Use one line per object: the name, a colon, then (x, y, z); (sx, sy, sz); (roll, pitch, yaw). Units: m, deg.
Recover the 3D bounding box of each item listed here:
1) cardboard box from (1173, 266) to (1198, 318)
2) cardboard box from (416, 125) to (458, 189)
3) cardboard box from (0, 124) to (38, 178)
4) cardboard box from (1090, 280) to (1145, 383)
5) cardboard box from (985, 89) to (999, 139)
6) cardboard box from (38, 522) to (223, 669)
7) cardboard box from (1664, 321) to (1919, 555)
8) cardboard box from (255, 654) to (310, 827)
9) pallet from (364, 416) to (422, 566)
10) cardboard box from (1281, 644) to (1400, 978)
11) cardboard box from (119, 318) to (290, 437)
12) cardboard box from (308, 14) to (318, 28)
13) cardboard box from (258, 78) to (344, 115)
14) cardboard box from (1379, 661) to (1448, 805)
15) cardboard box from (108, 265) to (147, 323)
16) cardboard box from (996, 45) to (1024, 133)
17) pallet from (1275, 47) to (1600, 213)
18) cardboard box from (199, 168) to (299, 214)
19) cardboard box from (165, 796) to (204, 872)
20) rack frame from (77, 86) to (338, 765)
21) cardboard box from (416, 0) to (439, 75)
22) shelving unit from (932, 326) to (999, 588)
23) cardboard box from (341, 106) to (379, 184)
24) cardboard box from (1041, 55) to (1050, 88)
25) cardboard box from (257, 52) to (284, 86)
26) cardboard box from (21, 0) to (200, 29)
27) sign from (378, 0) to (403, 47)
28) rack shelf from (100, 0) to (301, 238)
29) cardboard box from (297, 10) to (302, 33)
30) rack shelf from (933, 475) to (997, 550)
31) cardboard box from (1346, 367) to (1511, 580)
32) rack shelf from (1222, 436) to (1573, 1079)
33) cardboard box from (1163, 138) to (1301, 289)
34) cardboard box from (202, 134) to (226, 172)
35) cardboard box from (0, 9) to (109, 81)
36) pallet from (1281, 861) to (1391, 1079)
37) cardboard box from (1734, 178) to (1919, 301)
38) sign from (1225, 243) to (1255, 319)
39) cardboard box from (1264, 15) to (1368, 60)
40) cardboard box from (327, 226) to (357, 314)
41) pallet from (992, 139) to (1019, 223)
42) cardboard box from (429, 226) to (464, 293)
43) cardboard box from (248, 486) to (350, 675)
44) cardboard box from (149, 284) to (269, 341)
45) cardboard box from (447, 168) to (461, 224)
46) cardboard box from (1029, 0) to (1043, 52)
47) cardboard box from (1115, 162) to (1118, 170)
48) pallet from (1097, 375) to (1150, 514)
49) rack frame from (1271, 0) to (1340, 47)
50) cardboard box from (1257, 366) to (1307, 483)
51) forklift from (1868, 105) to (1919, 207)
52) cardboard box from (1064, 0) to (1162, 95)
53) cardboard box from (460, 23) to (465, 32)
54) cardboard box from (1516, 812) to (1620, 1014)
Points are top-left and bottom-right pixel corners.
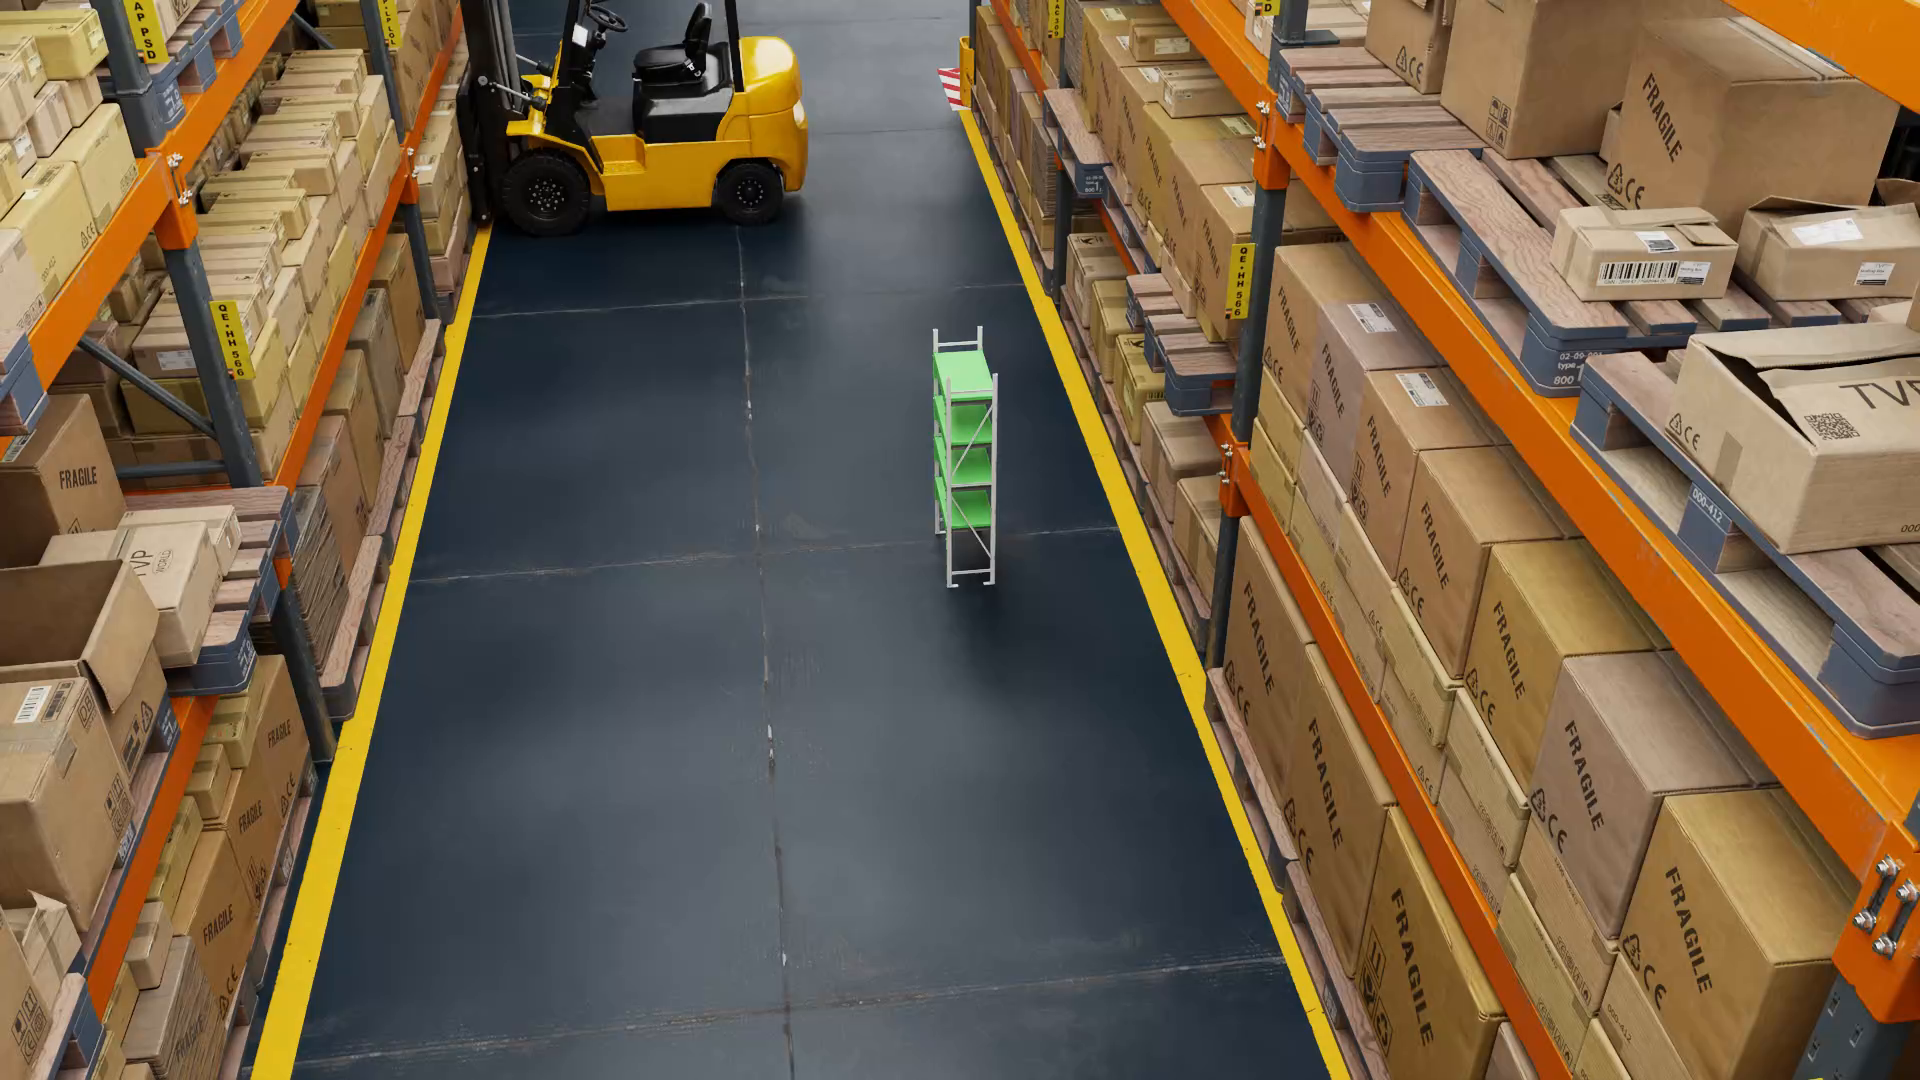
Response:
cardboard box: (1.194, -1.148, 7.621); (0.380, 0.149, 0.250); (-5, 35, -7)
cardboard box: (-3.612, -2.516, 10.959); (0.500, 0.250, 0.500); (-4, 35, -6)
cardboard box: (-2.949, -1.122, 4.848); (0.380, 0.149, 0.250); (-4, 34, -5)
cardboard box: (1.292, -1.258, 9.893); (0.950, 0.372, 0.625); (-2, 34, -3)
cardboard box: (0.477, -3.377, 13.110); (0.500, 0.250, 0.500); (-3, 34, -5)
cardboard box: (-2.798, 0.199, 5.555); (0.500, 0.250, 0.500); (-6, 35, -9)
cardboard box: (1.869, -0.252, 3.499); (0.500, 0.311, 0.500); (-4, 35, -6)
cardboard box: (-2.991, 0.825, 6.722); (0.500, 0.500, 0.500); (-3, 34, -5)
pallet: (-3.494, -0.243, 8.919); (1.003, 0.211, 1.213); (-4, 35, -6)
cardboard box: (1.784, 0.962, 6.188); (0.875, 0.875, 0.875); (-4, 34, -6)
cardboard box: (-3.054, -0.666, 6.753); (0.500, 0.250, 0.500); (-4, 35, -6)
cardboard box: (-4.190, -3.036, 10.452); (0.500, 0.500, 0.500); (-4, 34, -6)
cardboard box: (-3.499, -2.338, 8.853); (0.380, 0.149, 0.250); (-4, 35, -6)
cardboard box: (1.695, 0.576, 5.375); (0.500, 0.250, 0.500); (-4, 35, -6)
cardboard box: (-3.625, -1.016, 6.912); (0.380, 0.149, 0.250); (-4, 35, -6)
cardboard box: (0.554, -3.387, 12.459); (0.500, 0.500, 0.500); (-4, 34, -5)
pallet: (1.796, -1.438, 5.701); (1.213, 0.211, 1.003); (-3, 34, -4)
cardboard box: (-3.327, -1.621, 7.800); (0.380, 0.149, 0.250); (-4, 35, -6)
cardboard box: (-2.894, 1.045, 5.824); (0.380, 0.149, 0.250); (-3, 34, -5)
rack frame: (-3.261, -0.254, 6.459); (1.000, 3.000, 0.127); (-4, 35, -6)
cardboard box: (-3.755, -3.366, 10.938); (0.500, 0.500, 0.500); (-5, 35, -7)
shelving unit: (0.022, -0.403, 8.277); (0.258, 1.200, 0.503); (-4, 35, -6)
cardboard box: (-3.403, -2.089, 8.841); (0.500, 0.250, 0.500); (-5, 35, -8)
cardboard box: (0.734, -3.055, 10.792); (0.380, 0.149, 0.250); (-4, 34, -5)
cardboard box: (-3.964, -2.583, 9.212); (0.380, 0.149, 0.250); (-5, 35, -7)
cardboard box: (-3.117, -2.172, 6.060); (0.500, 0.500, 0.500); (-4, 34, -6)
sign: (-3.262, -2.978, 9.499); (0.100, 0.325, 0.005); (-4, 35, -6)
rack shelf: (-3.530, -2.312, 7.454); (1.077, 0.370, 4.000); (-4, 35, -6)
cardboard box: (-4.165, -3.092, 9.959); (0.380, 0.149, 0.250); (-5, 35, -8)
rack shelf: (0.022, -0.152, 8.448); (0.258, 0.148, 0.480); (-4, 35, -6)
cardboard box: (1.612, -0.227, 5.442); (0.500, 0.500, 0.500); (-3, 34, -5)
rack shelf: (1.926, 0.782, 5.578); (1.077, 0.370, 4.000); (-4, 35, -6)
cardboard box: (1.240, -1.490, 7.547); (0.500, 0.500, 0.500); (-5, 35, -7)
cardboard box: (-3.845, -1.867, 8.162); (0.380, 0.149, 0.250); (-5, 35, -7)
cardboard box: (-2.921, -1.550, 5.212); (0.380, 0.149, 0.250); (-3, 34, -5)
pallet: (1.849, 1.645, 6.148); (1.003, 0.211, 1.213); (-4, 35, -6)
cardboard box: (2.296, -0.803, 4.348); (0.396, 0.266, 0.258); (-2, 34, -2)
sign: (1.121, -1.031, 6.642); (0.100, 0.325, 0.005); (-4, 35, -6)
cardboard box: (1.407, -1.927, 6.474); (0.380, 0.149, 0.250); (-4, 35, -6)
cardboard box: (-3.285, -1.315, 8.150); (0.500, 0.250, 0.500); (-3, 34, -5)
pallet: (0.827, -2.766, 12.621); (1.003, 0.211, 1.213); (-4, 35, -6)
cardboard box: (-3.536, -1.818, 10.823); (0.500, 0.250, 0.500); (-4, 34, -6)
cardboard box: (-3.331, 0.205, 7.521); (0.875, 0.625, 0.625); (-3, 34, -5)
cardboard box: (-3.049, -0.912, 6.760); (0.380, 0.149, 0.250); (-4, 34, -5)
cardboard box: (-3.628, -2.304, 11.092); (0.500, 0.250, 0.500); (-5, 35, -7)
cardboard box: (0.737, -3.544, 10.934); (0.500, 0.500, 0.500); (-3, 34, -5)
cardboard box: (1.044, -2.024, 8.907); (0.380, 0.149, 0.250); (-4, 34, -6)
pallet: (1.393, -0.595, 9.436); (1.003, 0.211, 1.213); (-4, 35, -6)
rack frame: (1.657, -3.111, 5.324); (1.000, 3.000, 0.127); (-4, 35, -6)
cardboard box: (1.481, -0.475, 6.473); (0.500, 0.250, 0.500); (-5, 35, -7)
forklift: (3.452, -1.037, 7.669); (1.130, 2.935, 3.031); (-3, 34, -5)
cardboard box: (0.898, -2.918, 9.643); (0.500, 0.500, 0.500); (-4, 34, -5)
cardboard box: (-3.966, -3.935, 13.042); (0.500, 0.250, 0.500); (-3, 34, -5)
cardboard box: (1.820, 0.950, 4.382); (0.500, 0.250, 0.500); (-4, 34, -5)
